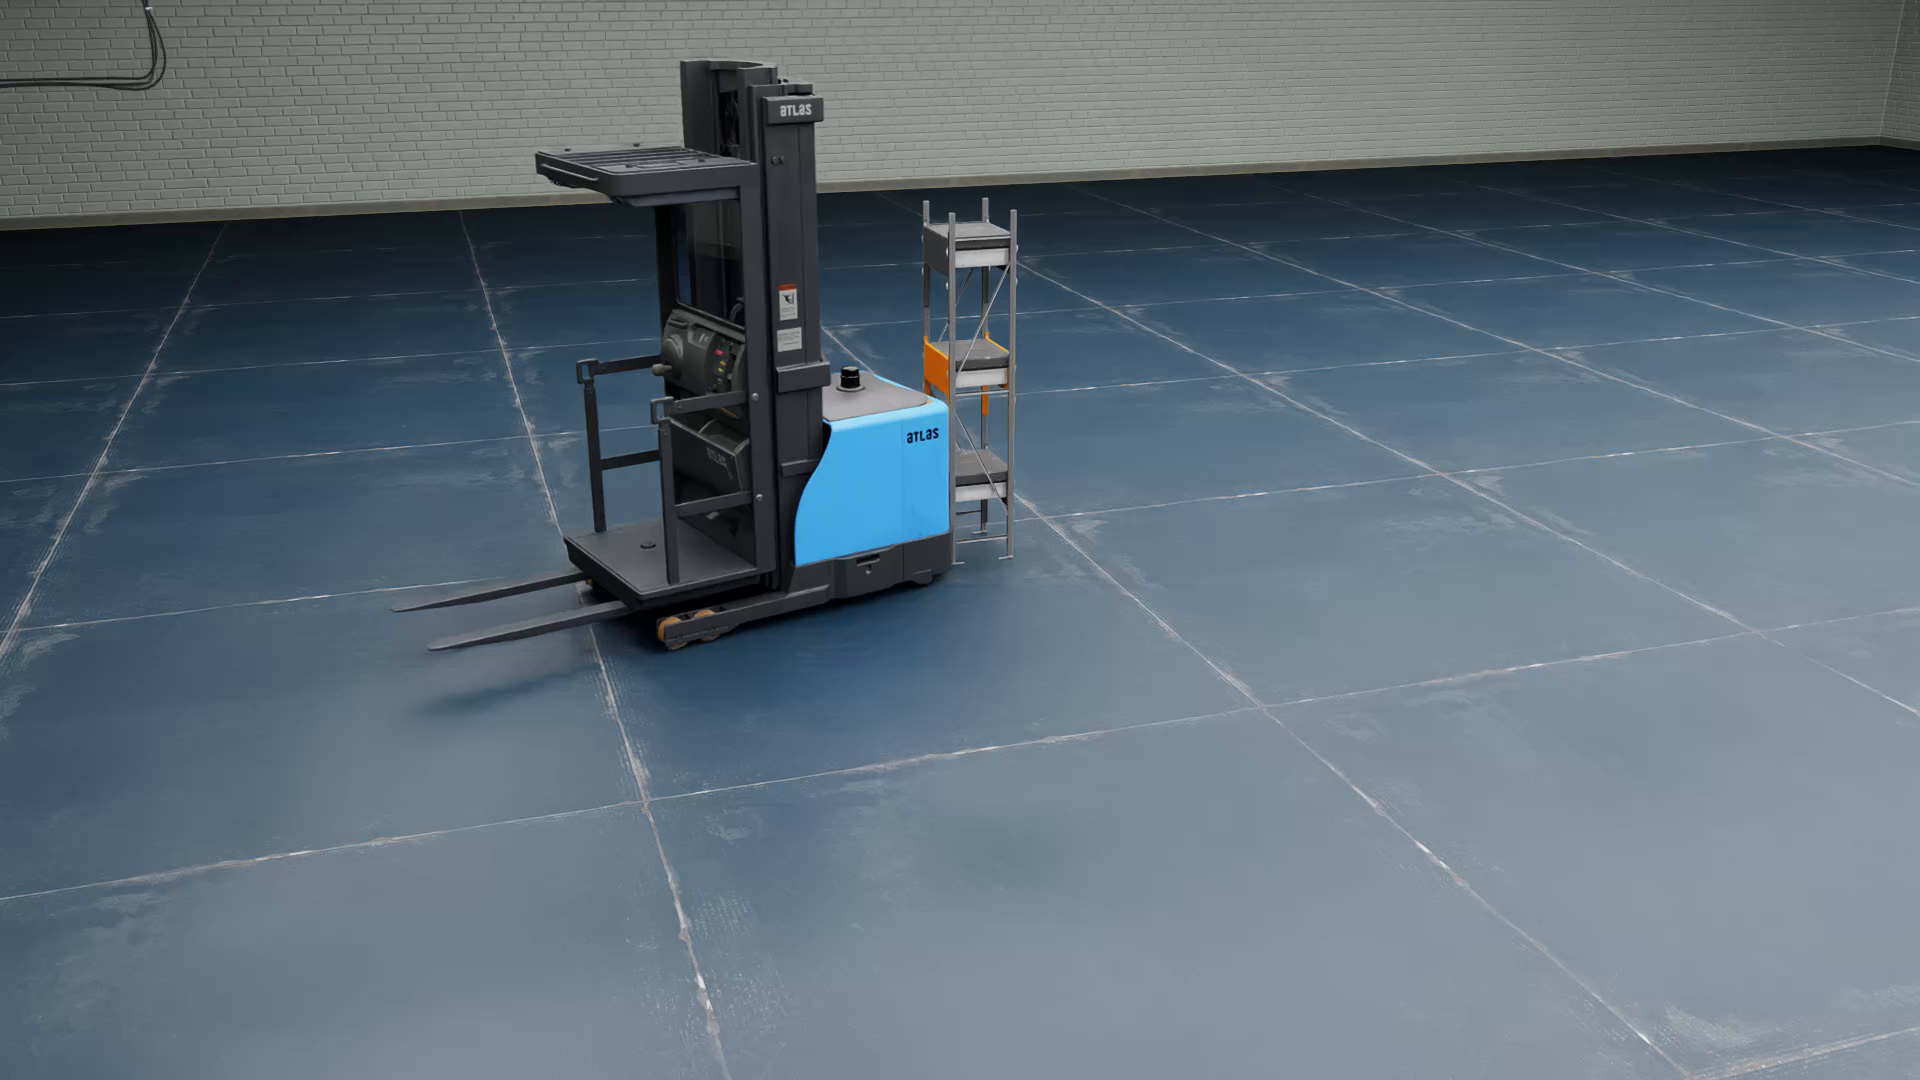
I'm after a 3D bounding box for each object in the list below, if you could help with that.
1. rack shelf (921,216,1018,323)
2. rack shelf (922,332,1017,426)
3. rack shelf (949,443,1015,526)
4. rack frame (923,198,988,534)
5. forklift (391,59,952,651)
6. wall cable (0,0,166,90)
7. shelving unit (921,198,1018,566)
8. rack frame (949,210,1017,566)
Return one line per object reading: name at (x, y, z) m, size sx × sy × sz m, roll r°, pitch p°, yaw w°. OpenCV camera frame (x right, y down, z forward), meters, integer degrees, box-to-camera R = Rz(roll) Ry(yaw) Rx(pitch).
rack shelf at (0.052, -1.581, 9.682) m, size 0.431 × 0.518 × 0.480 m, roll -6°, pitch 21°, yaw -17°
rack shelf at (0.052, -0.922, 9.918) m, size 0.431 × 0.518 × 0.480 m, roll -6°, pitch 21°, yaw -17°
rack shelf at (0.052, -0.263, 10.155) m, size 0.431 × 0.518 × 0.480 m, roll -6°, pitch 21°, yaw -17°
rack frame at (-0.025, -1.013, 10.132) m, size 0.400 × 2.100 × 0.015 m, roll -6°, pitch 21°, yaw -17°
forklift at (-1.558, -1.004, 8.875) m, size 3.031 × 2.935 × 1.130 m, roll -13°, pitch 23°, yaw -32°
wall cable at (-11.754, -6.864, 20.809) m, size 3.097 × 2.526 × 0.112 m, roll -6°, pitch 21°, yaw -17°
shelving unit at (0.052, -0.935, 9.914) m, size 0.431 × 2.100 × 0.503 m, roll -6°, pitch 21°, yaw -17°
rack frame at (0.129, -0.857, 9.696) m, size 0.400 × 2.100 × 0.015 m, roll -6°, pitch 21°, yaw -17°
